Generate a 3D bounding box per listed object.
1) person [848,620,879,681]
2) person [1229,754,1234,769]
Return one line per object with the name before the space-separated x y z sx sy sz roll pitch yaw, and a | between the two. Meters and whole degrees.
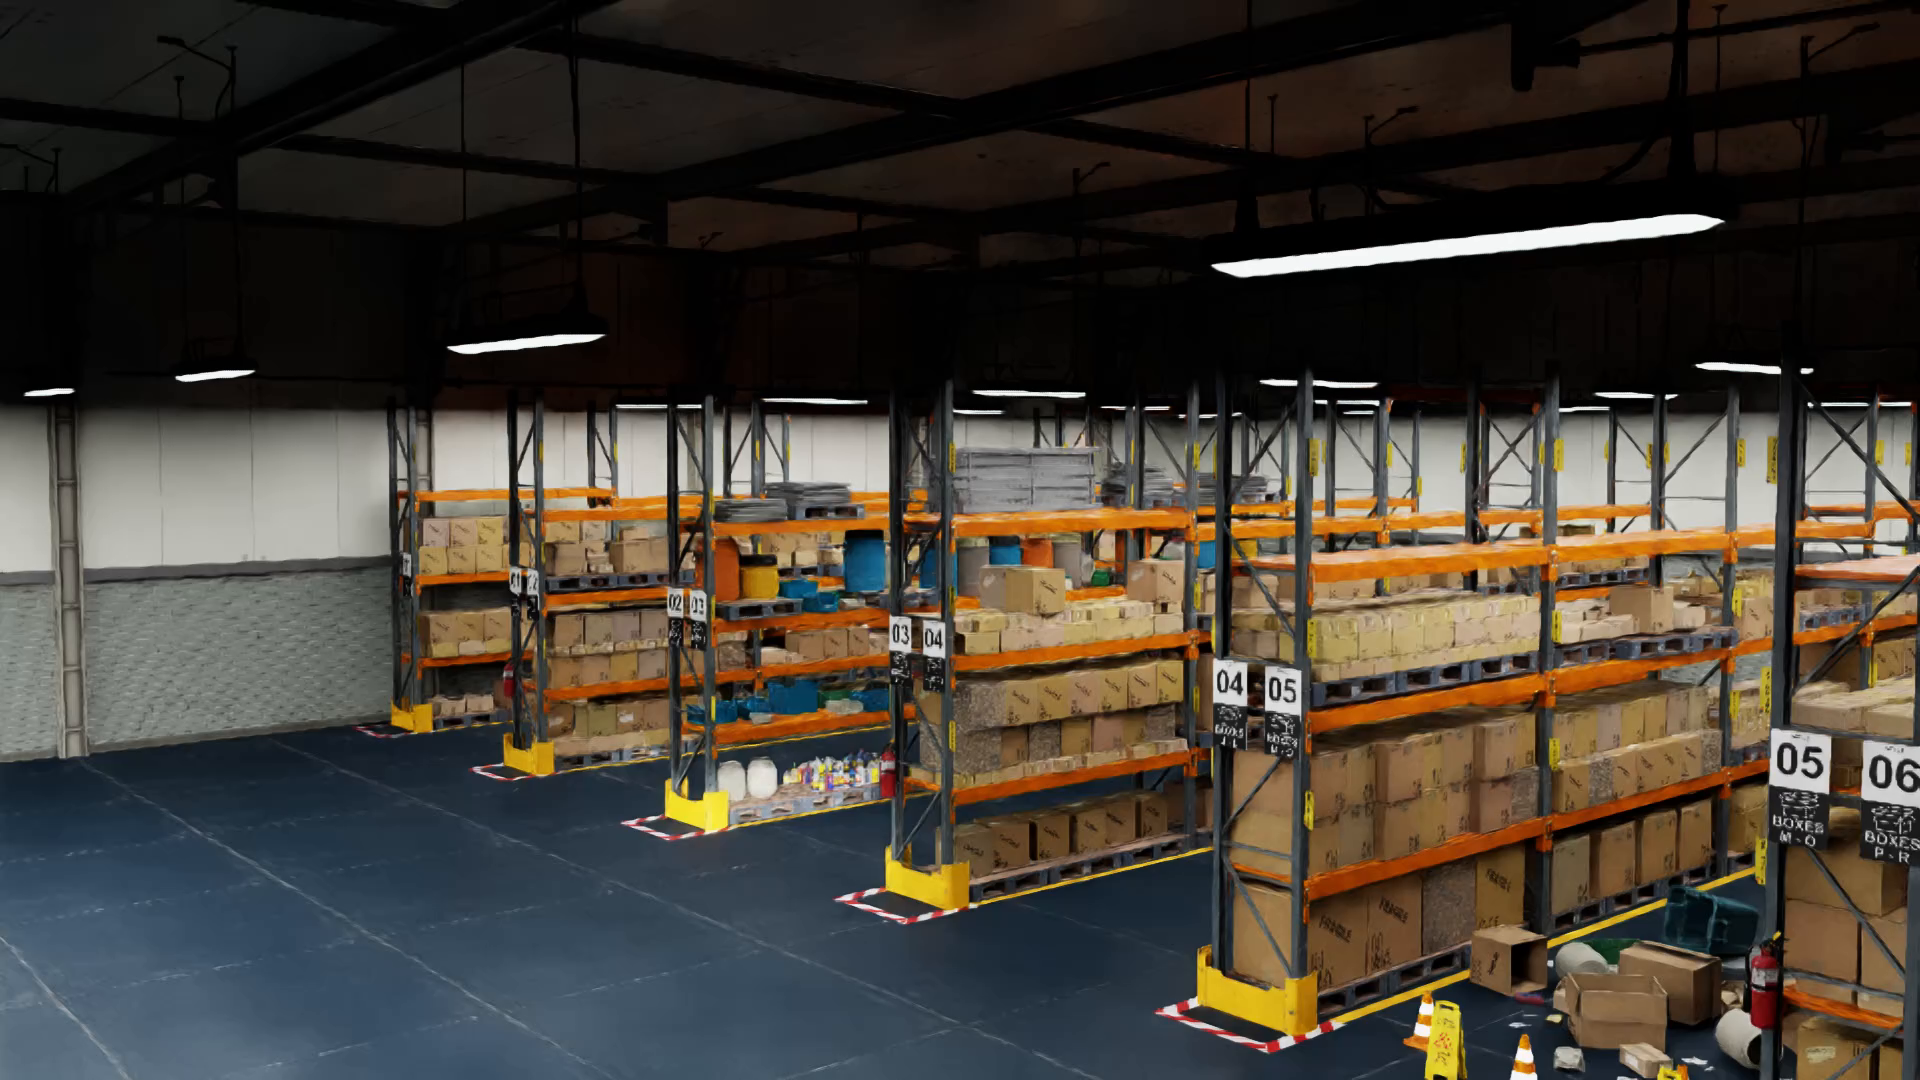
person | -2.016 2.316 34.160 1.040 1.716 0.589 -3 4 -41
person | 3.900 2.885 24.654 0.587 1.651 0.554 -1 3 -16
